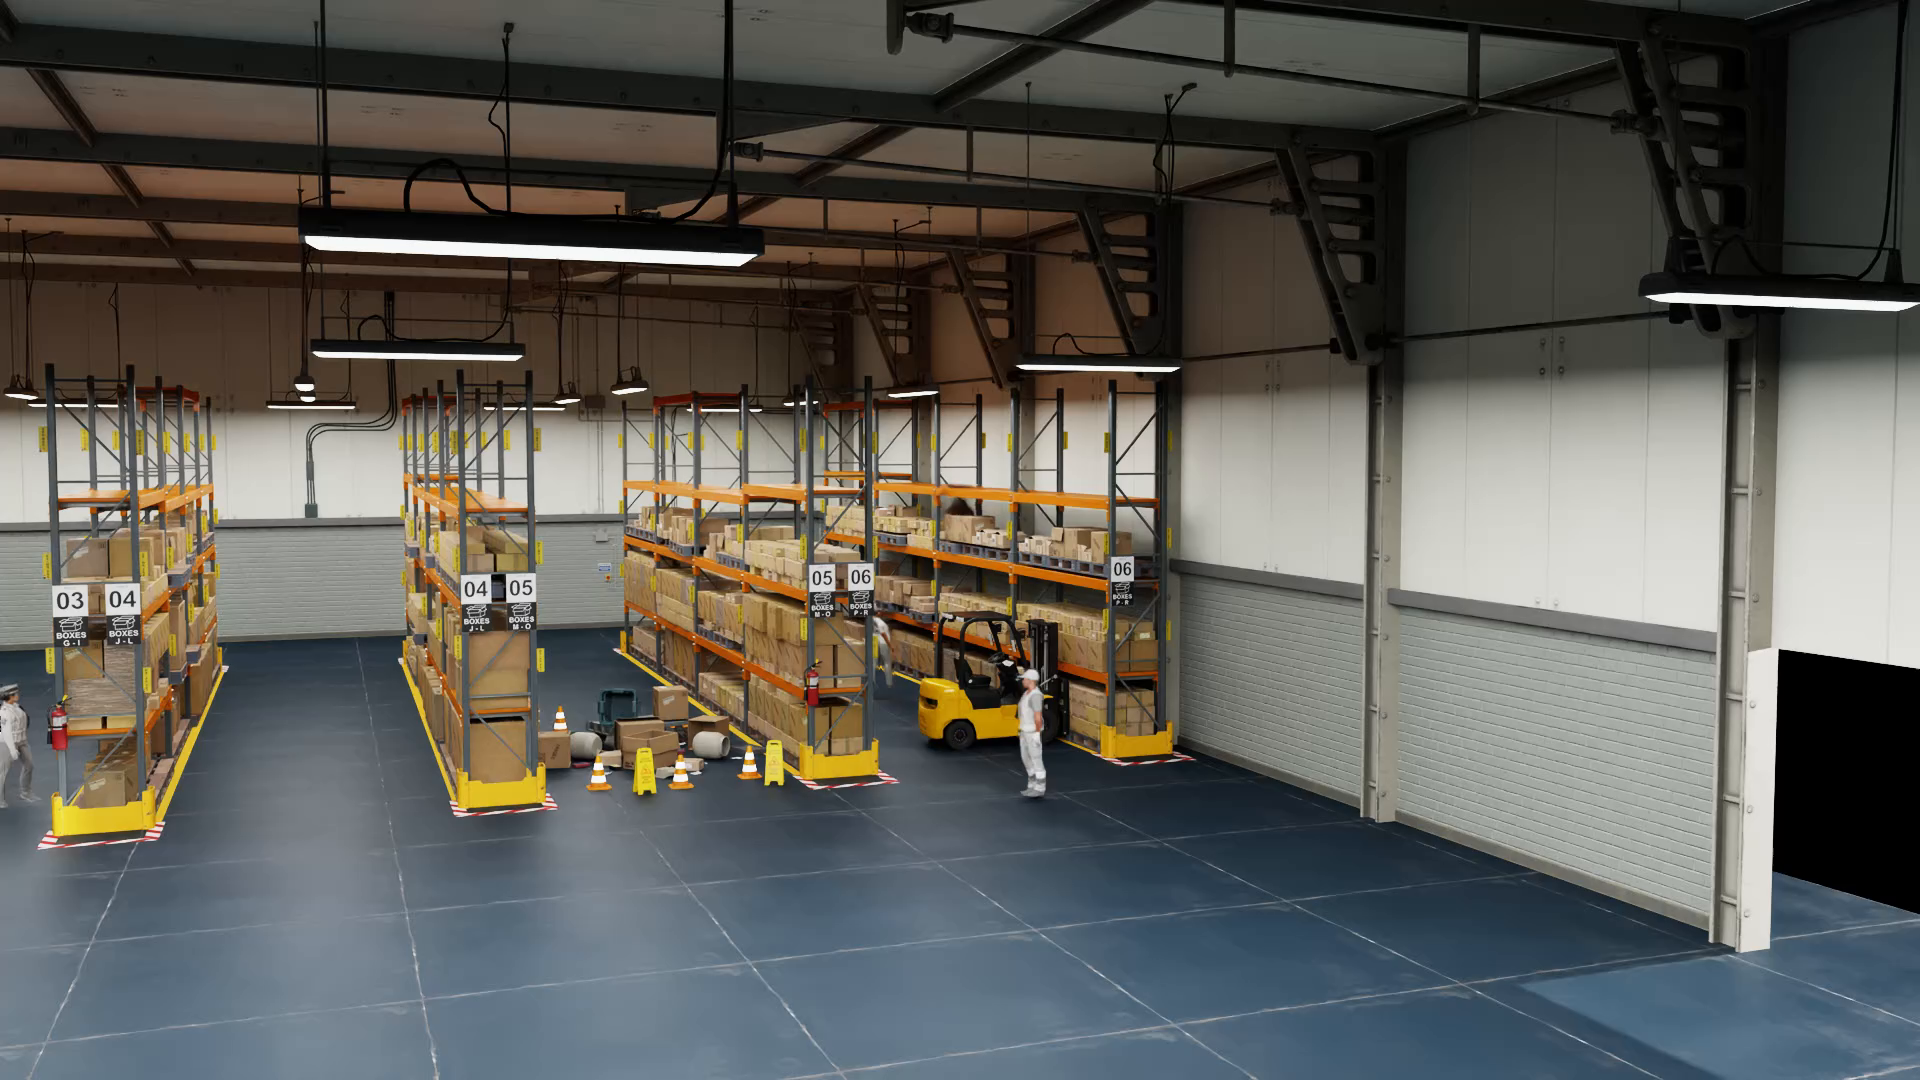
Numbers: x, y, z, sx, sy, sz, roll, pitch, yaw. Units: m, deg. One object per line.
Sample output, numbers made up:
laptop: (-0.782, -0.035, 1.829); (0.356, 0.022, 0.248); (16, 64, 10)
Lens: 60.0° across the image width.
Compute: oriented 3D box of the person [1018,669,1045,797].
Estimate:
person: (1.014, 2.735, 23.511); (0.357, 1.821, 0.662); (-1, 3, -17)

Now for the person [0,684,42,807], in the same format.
person: (-13.069, 2.836, 22.959); (0.421, 1.718, 0.609); (0, 3, 4)

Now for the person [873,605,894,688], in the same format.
person: (-1.573, 2.112, 32.843); (0.590, 1.653, 0.460); (2, 4, 31)
